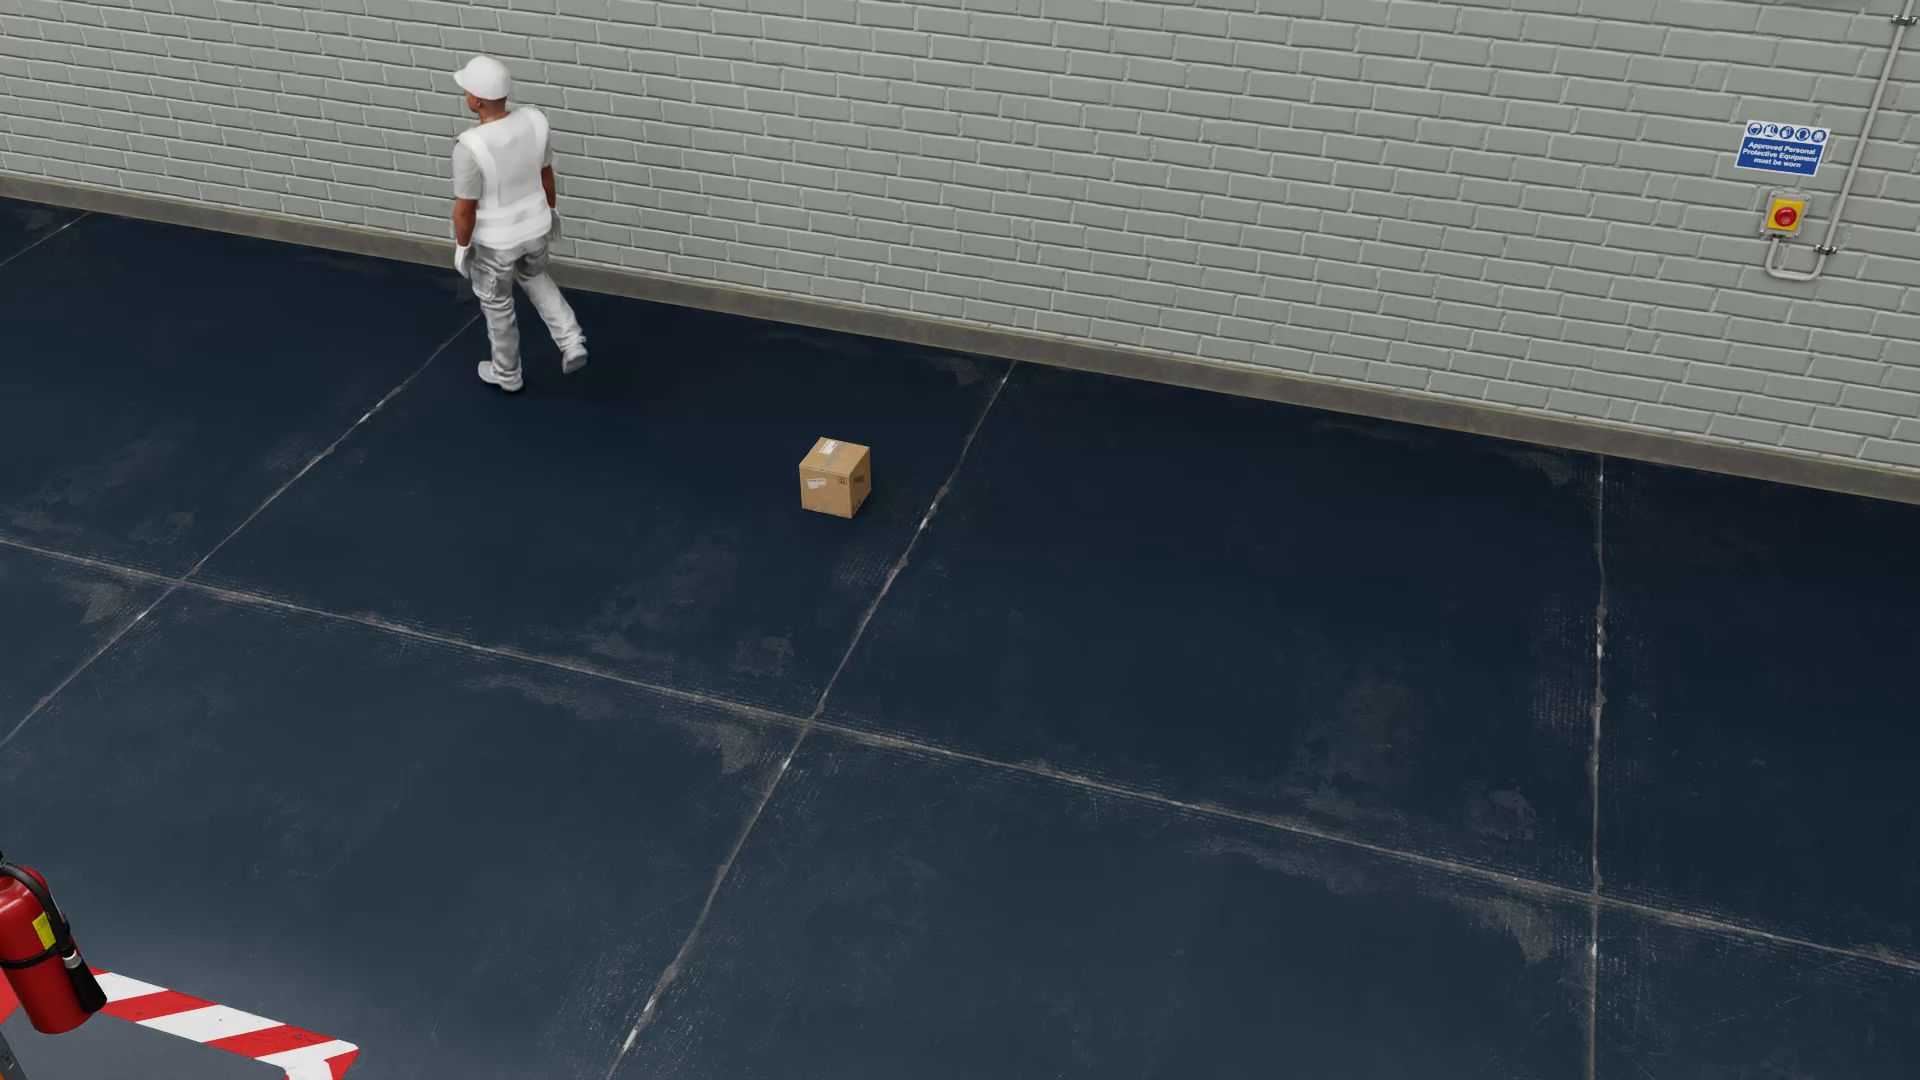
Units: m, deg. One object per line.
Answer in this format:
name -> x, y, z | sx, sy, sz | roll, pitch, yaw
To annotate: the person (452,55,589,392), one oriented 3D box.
person -> -2.227, -1.524, 8.134 | 0.634, 1.781, 0.600 | 27, 44, 31
